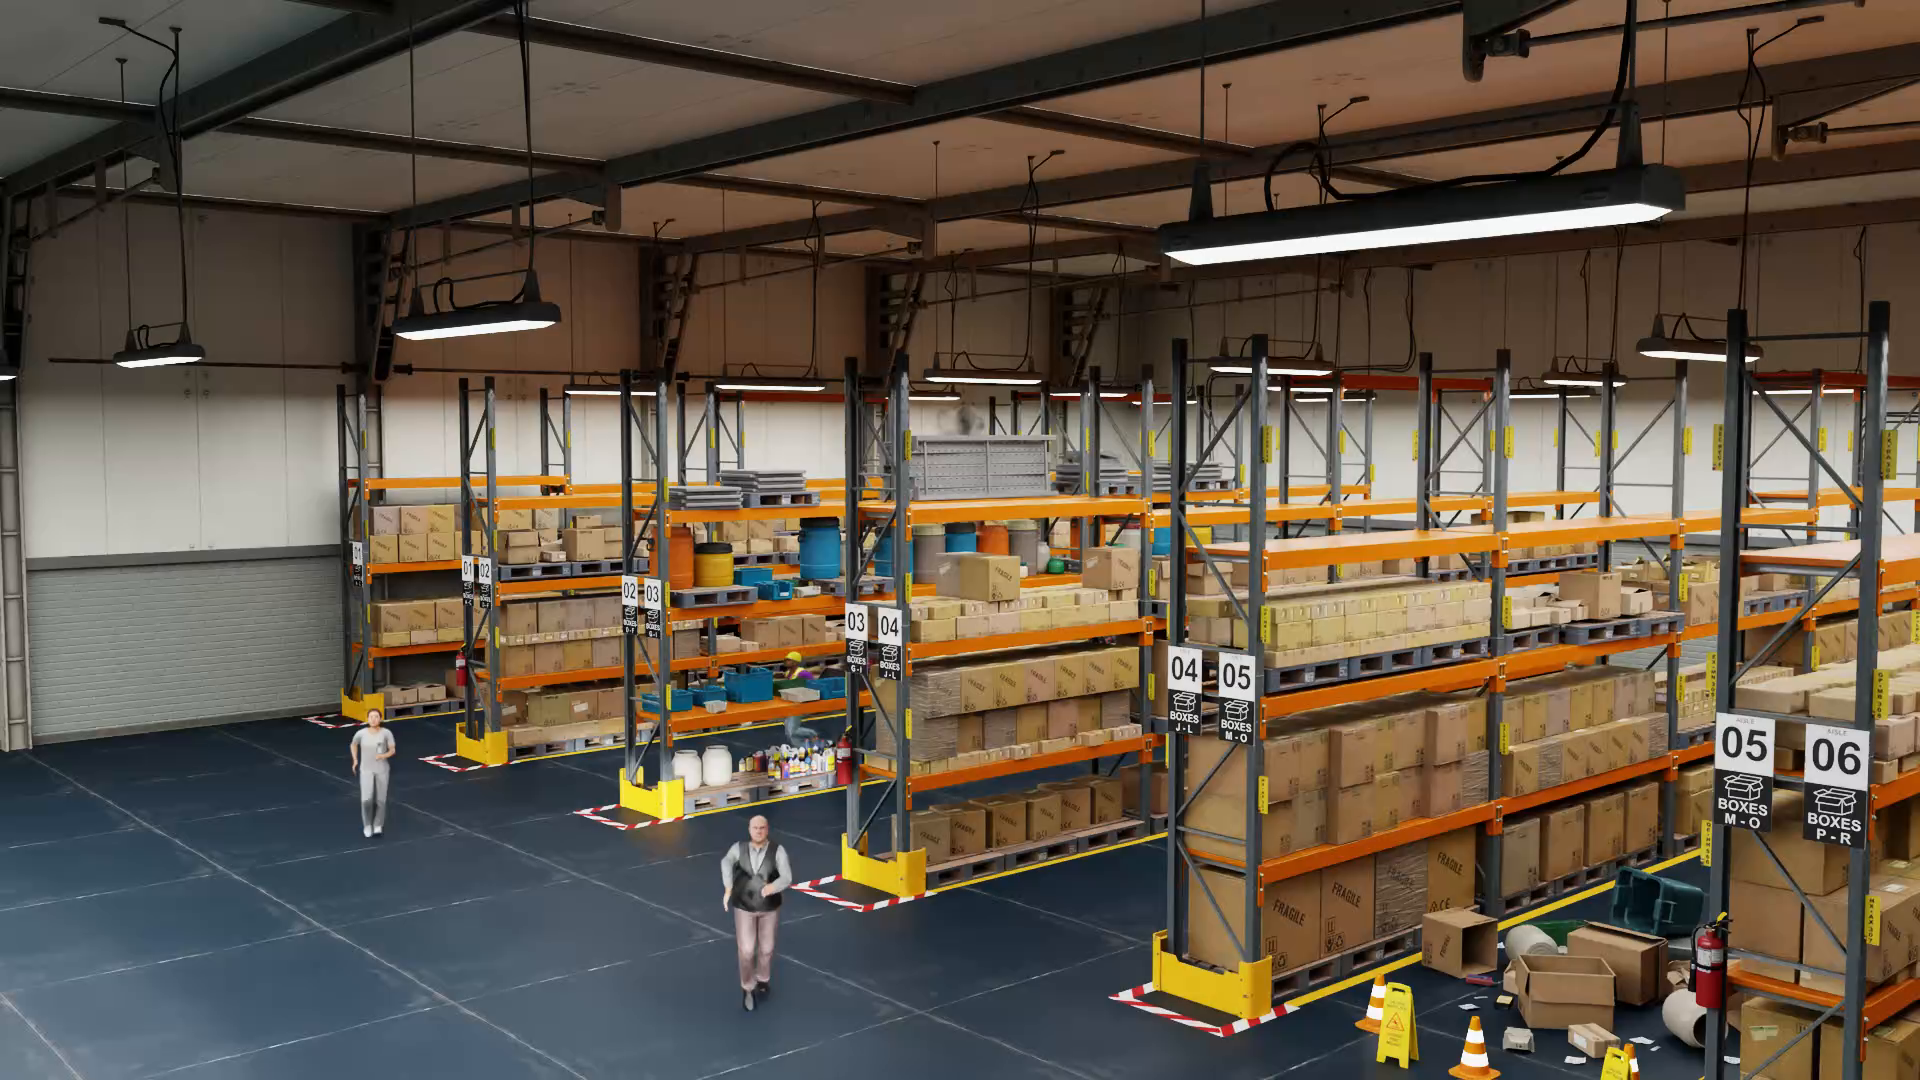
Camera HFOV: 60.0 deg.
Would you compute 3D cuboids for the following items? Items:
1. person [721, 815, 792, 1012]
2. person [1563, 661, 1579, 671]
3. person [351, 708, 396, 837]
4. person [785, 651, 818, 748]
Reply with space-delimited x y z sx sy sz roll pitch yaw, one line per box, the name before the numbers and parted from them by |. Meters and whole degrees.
person | -1.815 3.322 14.893 0.620 1.729 0.811 -1 4 -10
person | 9.351 2.672 25.533 0.677 1.673 0.618 -4 5 -43
person | -7.420 2.944 21.041 0.546 1.639 0.643 -1 4 -19
person | -2.536 2.602 26.029 0.654 1.726 0.721 -3 5 -38
